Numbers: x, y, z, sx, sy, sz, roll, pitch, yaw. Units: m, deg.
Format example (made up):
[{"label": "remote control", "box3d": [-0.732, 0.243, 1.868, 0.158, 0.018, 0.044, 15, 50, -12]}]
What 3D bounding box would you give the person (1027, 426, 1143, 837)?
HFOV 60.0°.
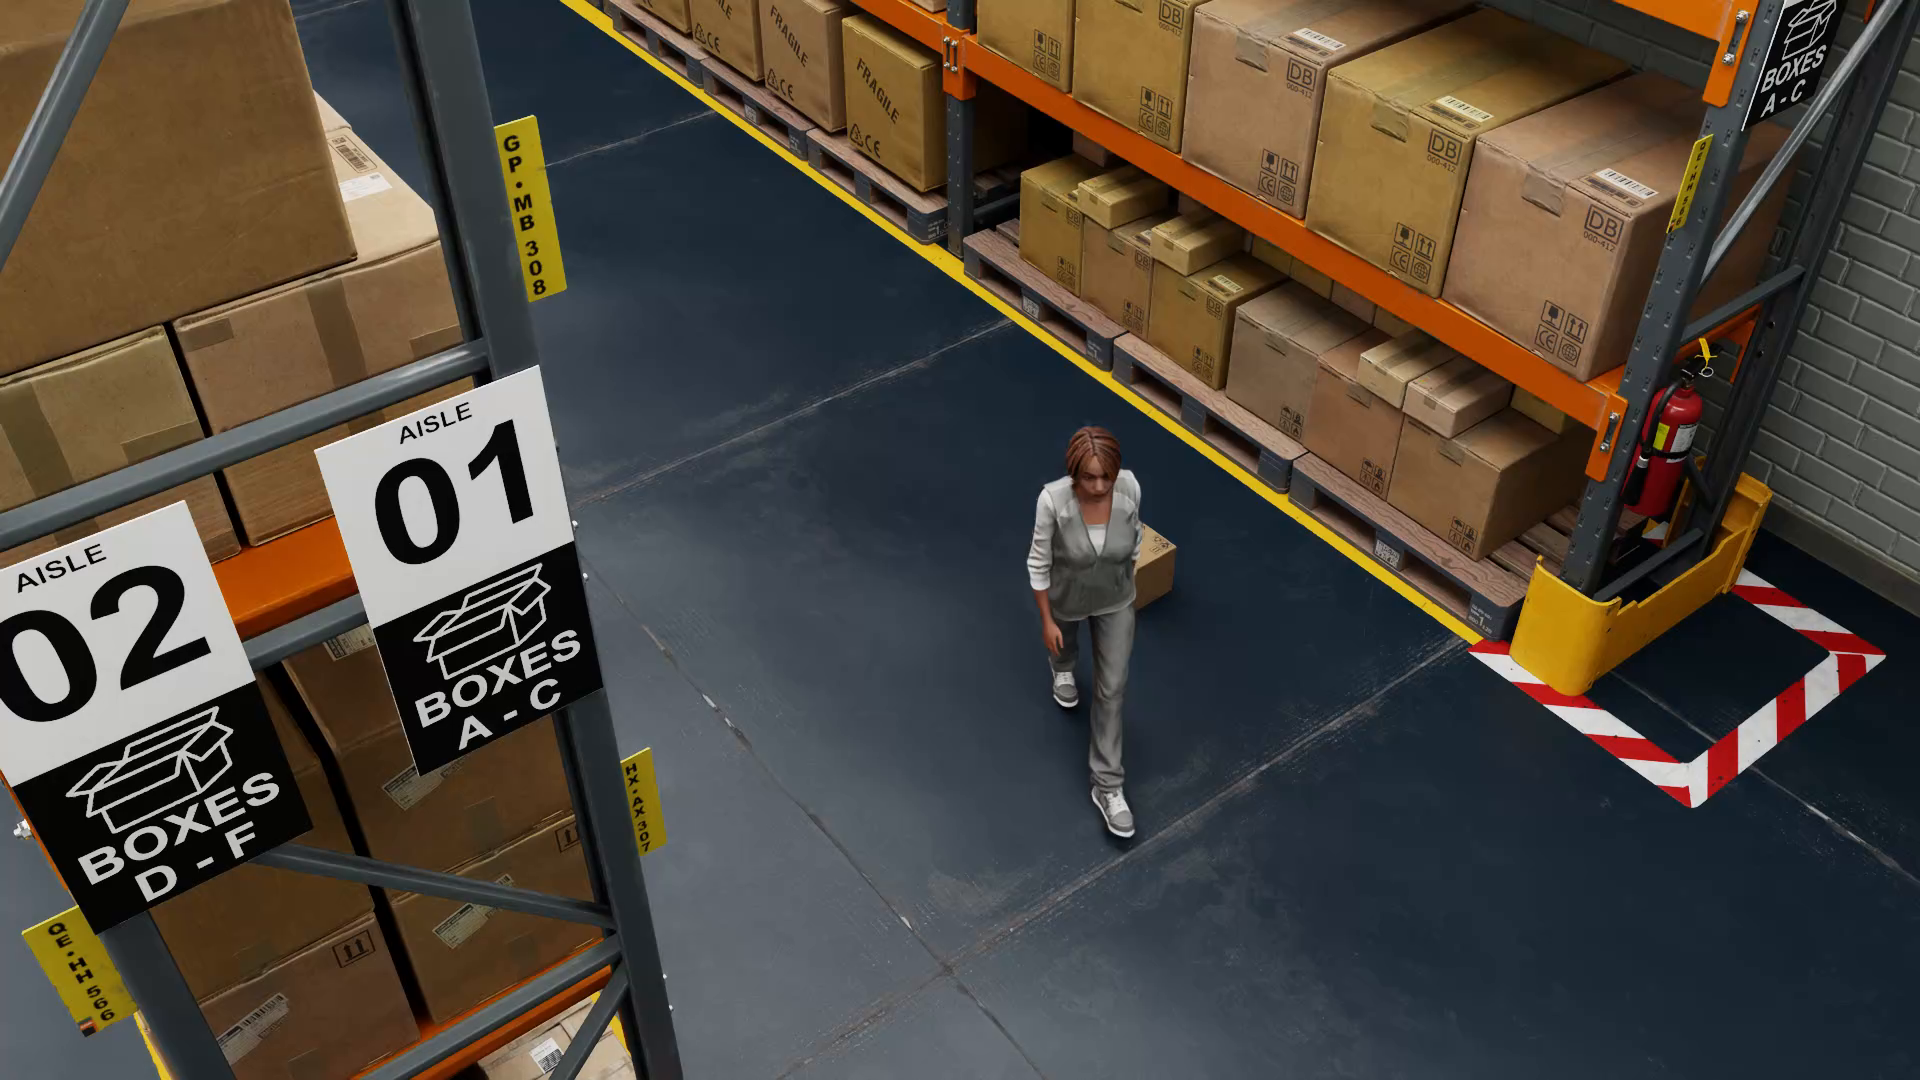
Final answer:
[{"label": "person", "box3d": [0.442, 0.223, 5.896, 0.421, 1.533, 0.952, -2, 41, -2]}]
